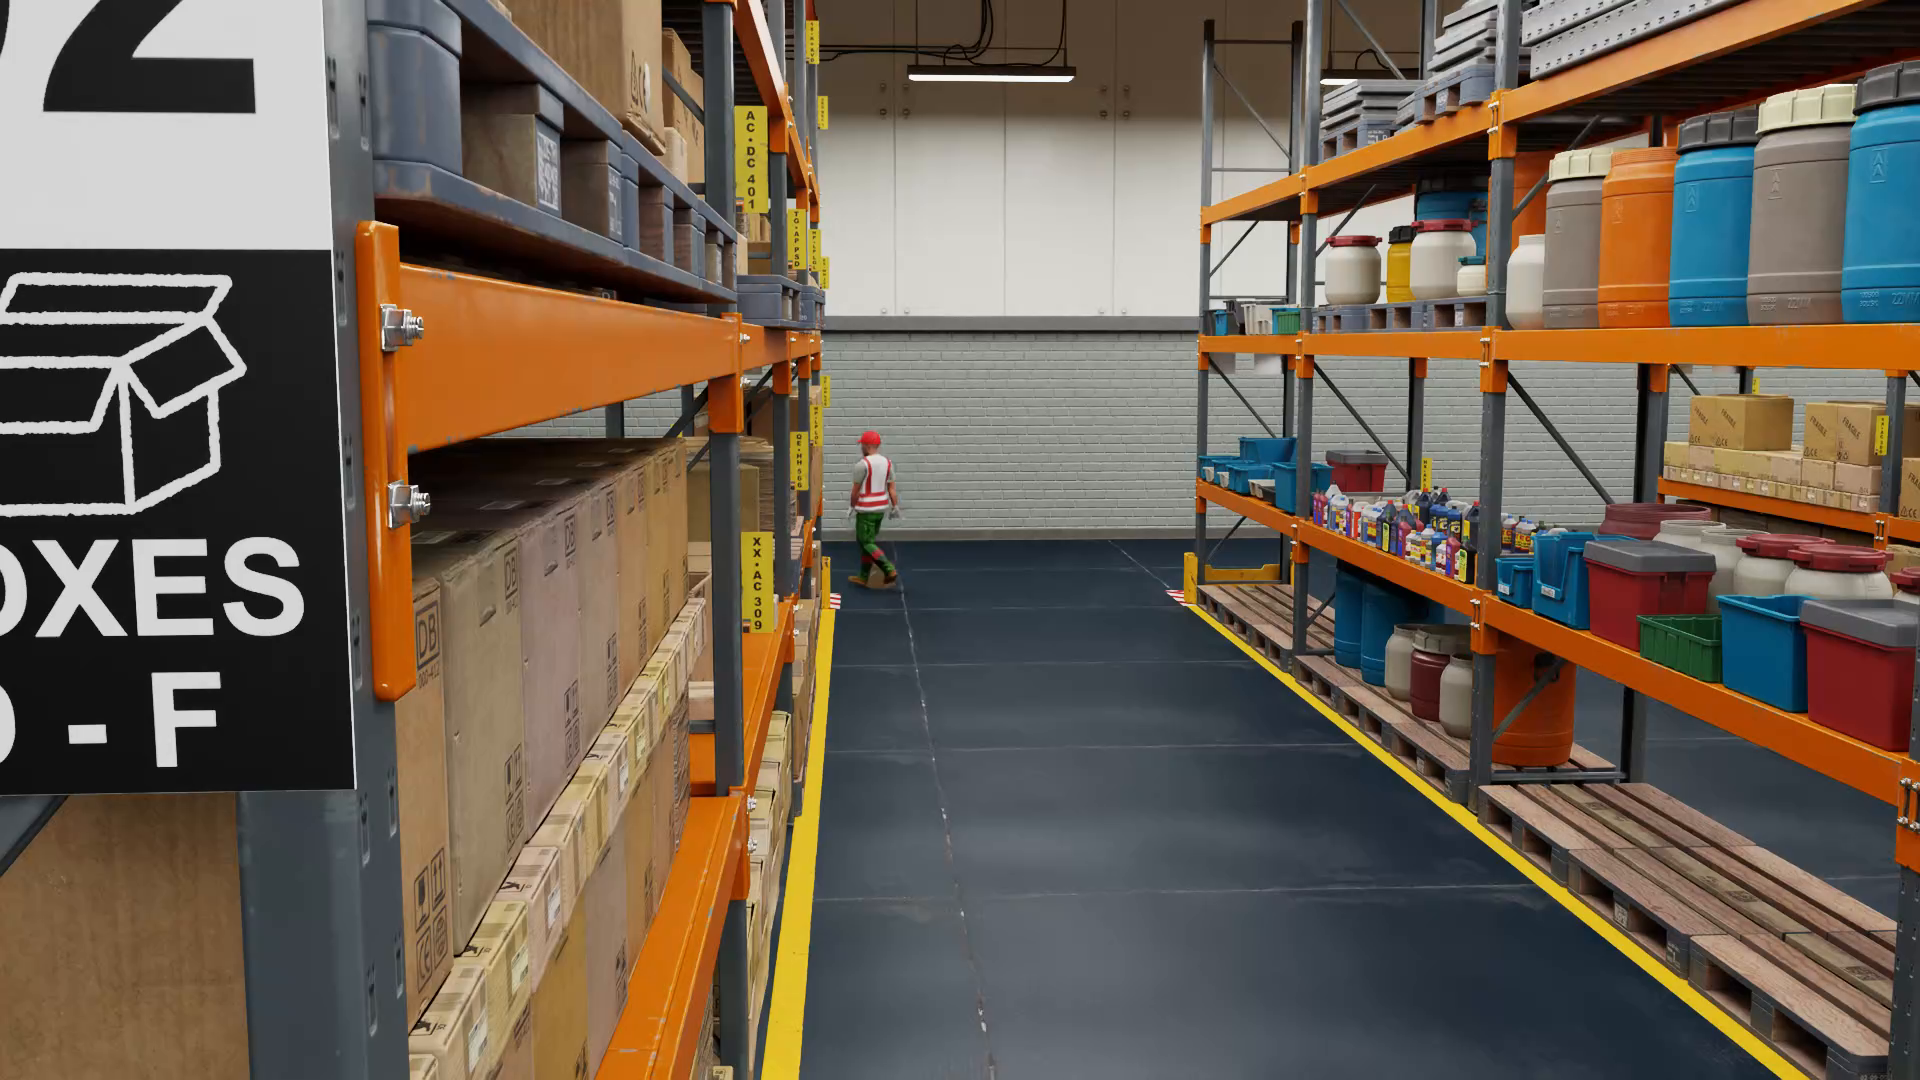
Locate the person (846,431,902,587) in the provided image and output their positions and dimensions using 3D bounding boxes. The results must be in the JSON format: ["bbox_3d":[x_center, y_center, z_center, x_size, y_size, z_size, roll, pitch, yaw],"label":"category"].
[{"bbox_3d":[-0.976,-0.333,18.472,0.617,1.763,0.871,-7,10,-45],"label":"person"}]
